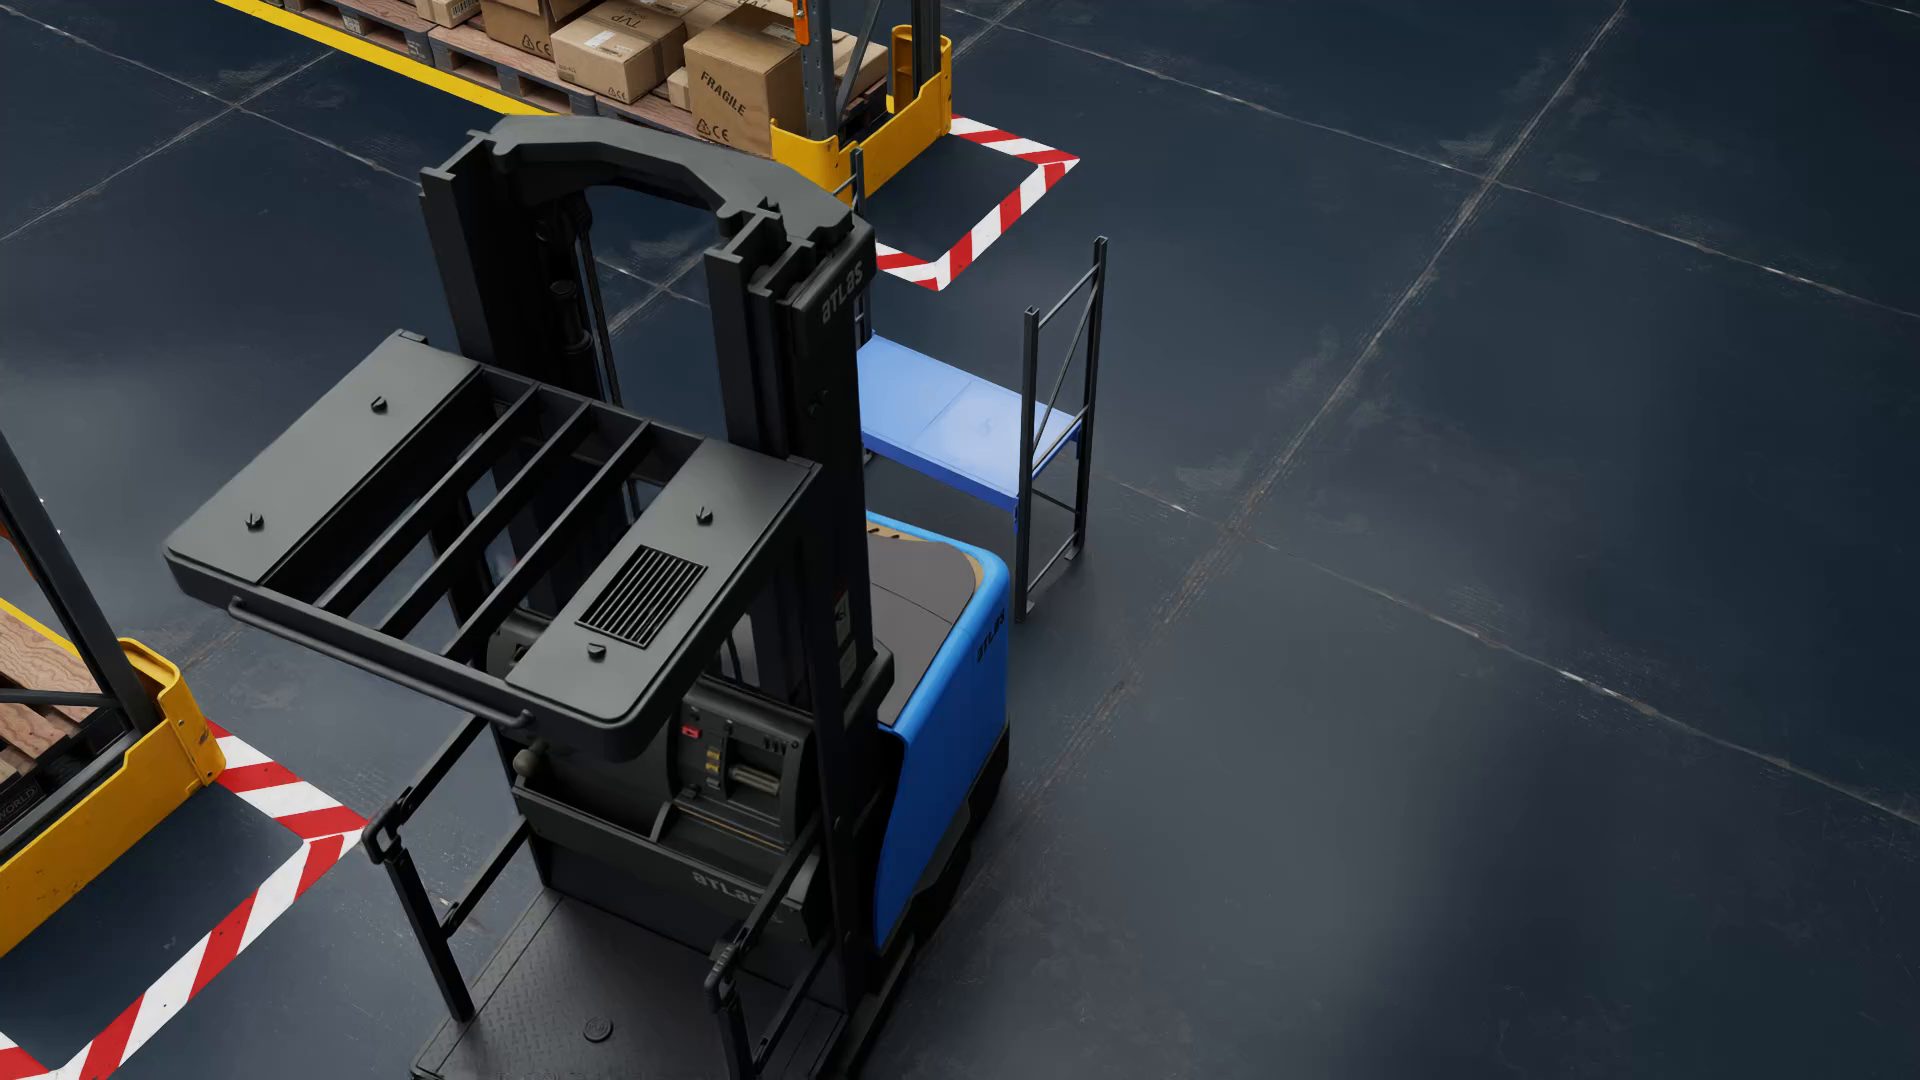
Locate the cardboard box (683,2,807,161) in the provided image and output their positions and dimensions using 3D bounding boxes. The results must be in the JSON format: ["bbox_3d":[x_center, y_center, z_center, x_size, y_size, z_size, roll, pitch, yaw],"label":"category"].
[{"bbox_3d":[-1.007,-2.294,8.324,0.500,0.500,0.500,25,51,22],"label":"cardboard box"}]

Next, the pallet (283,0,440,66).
[{"bbox_3d":[-3.206,-3.260,9.771,1.213,0.211,1.003,25,51,22],"label":"pallet"}]

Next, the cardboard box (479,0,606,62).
[{"bbox_3d":[-2.199,-3.057,9.063,0.637,0.503,0.797,25,51,22],"label":"cardboard box"}]

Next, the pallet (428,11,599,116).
[{"bbox_3d":[-2.175,-2.788,9.312,1.213,0.211,1.003,25,51,22],"label":"pallet"}]

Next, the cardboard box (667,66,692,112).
[{"bbox_3d":[-1.299,-2.389,8.648,0.250,0.166,0.380,25,51,22],"label":"cardboard box"}]

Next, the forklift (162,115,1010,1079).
[{"bbox_3d":[-0.901,0.598,4.125,1.130,2.935,3.031,18,49,17],"label":"forklift"}]

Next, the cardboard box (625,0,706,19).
[{"bbox_3d":[-1.563,-2.914,9.100,0.500,0.250,0.500,25,51,22],"label":"cardboard box"}]

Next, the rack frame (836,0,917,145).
[{"bbox_3d":[-0.415,-2.952,7.527,0.053,2.616,0.949,25,51,22],"label":"rack frame"}]

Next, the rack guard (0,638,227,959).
[{"bbox_3d":[-3.067,0.912,5.515,0.348,0.500,1.175,25,51,22],"label":"rack guard"}]

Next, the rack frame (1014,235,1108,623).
[{"bbox_3d":[0.356,-0.359,6.053,0.032,1.500,0.500,25,51,22],"label":"rack frame"}]

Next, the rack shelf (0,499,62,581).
[{"bbox_3d":[-4.777,-0.485,5.631,4.000,0.370,1.077,25,51,22],"label":"rack shelf"}]

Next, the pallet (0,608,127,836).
[{"bbox_3d":[-3.767,0.668,5.954,1.213,0.211,1.003,25,51,22],"label":"pallet"}]

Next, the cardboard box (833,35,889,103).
[{"bbox_3d":[-0.583,-2.479,8.749,0.250,0.149,0.380,25,51,22],"label":"cardboard box"}]

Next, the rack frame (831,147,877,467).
[{"bbox_3d":[-0.500,-0.753,6.435,0.032,1.500,0.500,25,51,22],"label":"rack frame"}]

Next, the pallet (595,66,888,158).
[{"bbox_3d":[-1.152,-2.315,8.853,1.213,0.211,1.003,25,51,22],"label":"pallet"}]

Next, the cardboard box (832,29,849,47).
[{"bbox_3d":[-0.794,-2.582,8.836,0.250,0.166,0.380,25,51,22],"label":"cardboard box"}]

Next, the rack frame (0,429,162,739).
[{"bbox_3d":[-3.094,0.039,4.620,0.127,3.000,1.000,25,51,22],"label":"rack frame"}]

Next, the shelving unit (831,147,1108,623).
[{"bbox_3d":[-0.072,-0.556,6.244,1.048,1.500,0.538,25,51,22],"label":"shelving unit"}]

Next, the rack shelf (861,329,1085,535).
[{"bbox_3d":[-0.072,-0.430,6.373,1.000,0.185,0.538,25,51,22],"label":"rack shelf"}]

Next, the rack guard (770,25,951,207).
[{"bbox_3d":[-0.480,-2.108,8.450,0.348,0.500,1.175,25,51,22],"label":"rack guard"}]
